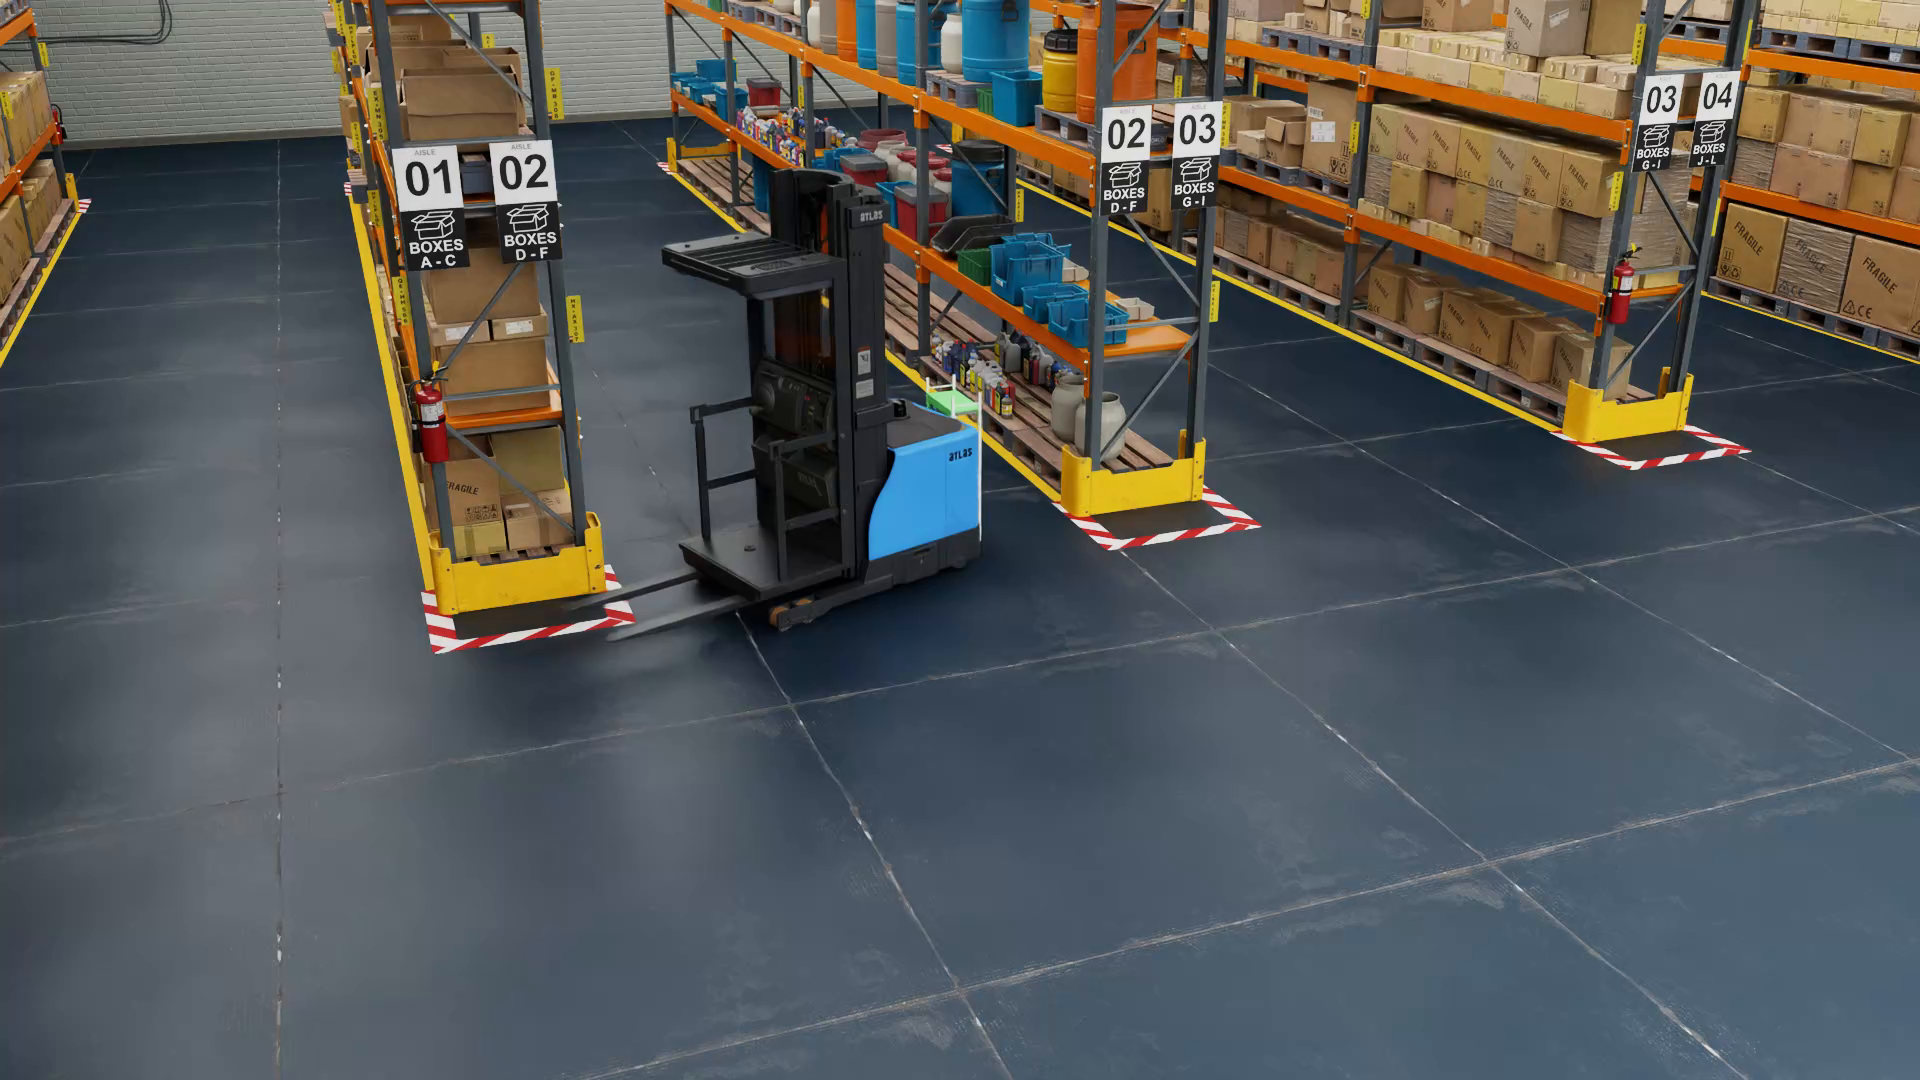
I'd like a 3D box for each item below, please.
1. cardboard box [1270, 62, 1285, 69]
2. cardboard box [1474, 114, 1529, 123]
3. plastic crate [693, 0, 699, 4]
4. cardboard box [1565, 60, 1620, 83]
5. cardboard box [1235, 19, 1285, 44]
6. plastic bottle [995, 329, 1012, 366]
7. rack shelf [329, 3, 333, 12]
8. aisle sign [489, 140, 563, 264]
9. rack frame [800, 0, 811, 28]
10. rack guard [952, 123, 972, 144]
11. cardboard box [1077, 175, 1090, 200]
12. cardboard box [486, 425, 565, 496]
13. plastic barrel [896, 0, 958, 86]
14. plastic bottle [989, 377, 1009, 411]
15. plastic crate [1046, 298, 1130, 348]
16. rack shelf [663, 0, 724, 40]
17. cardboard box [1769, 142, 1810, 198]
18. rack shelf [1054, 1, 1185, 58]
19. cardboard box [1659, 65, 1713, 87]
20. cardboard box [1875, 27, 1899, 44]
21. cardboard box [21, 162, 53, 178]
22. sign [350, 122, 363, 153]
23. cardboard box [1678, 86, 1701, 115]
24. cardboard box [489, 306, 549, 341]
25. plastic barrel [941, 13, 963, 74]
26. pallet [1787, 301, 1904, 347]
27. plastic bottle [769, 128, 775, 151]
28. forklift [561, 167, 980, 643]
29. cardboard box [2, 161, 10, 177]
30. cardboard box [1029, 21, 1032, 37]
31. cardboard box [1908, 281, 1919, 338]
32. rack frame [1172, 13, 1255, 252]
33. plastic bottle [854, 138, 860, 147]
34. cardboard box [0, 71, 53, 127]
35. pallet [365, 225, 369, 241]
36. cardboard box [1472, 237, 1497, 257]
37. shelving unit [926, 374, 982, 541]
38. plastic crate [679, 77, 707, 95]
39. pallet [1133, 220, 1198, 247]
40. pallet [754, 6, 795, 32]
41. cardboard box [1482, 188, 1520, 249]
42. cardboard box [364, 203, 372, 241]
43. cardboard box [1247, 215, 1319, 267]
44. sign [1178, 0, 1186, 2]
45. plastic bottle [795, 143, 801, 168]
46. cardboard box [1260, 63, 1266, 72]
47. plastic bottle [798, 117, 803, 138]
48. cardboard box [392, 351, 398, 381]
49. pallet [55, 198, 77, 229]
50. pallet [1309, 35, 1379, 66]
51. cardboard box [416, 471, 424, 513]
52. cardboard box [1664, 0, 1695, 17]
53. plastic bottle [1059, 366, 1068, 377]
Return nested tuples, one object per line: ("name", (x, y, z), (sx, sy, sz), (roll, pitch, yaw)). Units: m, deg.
("cardboard box", (5.596, -8.243, 28.057), (0.500, 0.500, 0.500), (-9, 24, -20))
("cardboard box", (5.470, -3.967, 16.624), (0.500, 0.500, 0.500), (-8, 24, -19))
("plastic crate", (-3.679, -7.973, 24.218), (0.437, 0.282, 0.530), (-8, 24, -19))
("cardboard box", (5.541, -4.109, 14.577), (0.380, 0.149, 0.250), (-9, 25, -21))
("cardboard box", (3.586, -6.001, 19.580), (0.500, 0.250, 0.500), (-8, 24, -18))
("plastic bottle", (0.428, -1.900, 16.364), (0.144, 0.351, 0.185), (-8, 24, -19))
("rack shelf", (-8.102, -7.138, 23.012), (1.077, 0.370, 4.000), (-8, 24, -19))
("aisle sign", (-2.846, -2.217, 10.924), (0.394, 0.787, 0.004), (-8, 24, -19))
("rack frame", (-1.347, -7.350, 18.727), (1.000, 3.000, 0.127), (-8, 24, -19))
("rack guard", (0.452, -7.029, 28.907), (1.175, 0.500, 0.348), (-8, 24, -19))
("cardboard box", (2.435, -5.379, 23.968), (1.225, 0.875, 0.875), (-9, 25, -21))
("cardboard box", (-3.316, -0.680, 12.658), (0.500, 0.500, 0.500), (-8, 24, -19))
("plastic barrel", (-0.317, -4.901, 16.131), (0.600, 0.901, 0.708), (-8, 24, -19))
("plastic bottle", (0.357, -1.329, 15.106), (0.152, 0.276, 0.135), (-8, 24, -19))
("plastic crate", (1.022, -1.751, 13.358), (0.499, 0.251, 0.616), (-8, 24, -19))
("rack shelf", (-3.467, -7.817, 24.621), (1.077, 0.370, 4.000), (-8, 24, -19))
("cardboard box", (9.733, -4.196, 18.773), (0.875, 0.550, 0.550), (-8, 24, -19))
("rack shelf", (2.580, -7.043, 22.785), (1.077, 0.370, 4.000), (-8, 24, -19))
("cardboard box", (6.232, -3.987, 14.289), (0.380, 0.149, 0.250), (-9, 24, -19))
("cardboard box", (9.724, -5.230, 17.213), (0.380, 0.149, 0.250), (-8, 24, -18))
("cardboard box", (-12.794, -5.119, 22.999), (0.380, 0.149, 0.250), (-8, 24, -18))
("sign", (-6.487, -4.327, 17.888), (0.100, 0.325, 0.005), (-8, 24, -19))
("cardboard box", (6.184, -3.882, 14.554), (0.500, 0.250, 0.500), (-8, 24, -17))
("cardboard box", (-3.093, -1.518, 11.649), (0.380, 0.149, 0.250), (-9, 24, -19))
("plastic barrel", (0.034, -4.576, 15.323), (0.421, 0.512, 0.421), (0, 23, 0))
("pallet", (10.006, -2.440, 18.391), (1.003, 0.211, 1.213), (-8, 24, -19))
("plastic bottle", (-2.405, -5.151, 21.384), (0.061, 0.283, 0.133), (-8, 24, -19))
("forklift", (-1.313, -0.959, 11.374), (3.031, 2.935, 1.130), (-18, 29, -36))
("cardboard box", (-11.533, -4.401, 19.751), (0.380, 0.149, 0.250), (-8, 24, -18))
("cardboard box", (0.878, -8.445, 27.892), (0.500, 0.500, 0.500), (-8, 24, -18))
("cardboard box", (10.487, -2.454, 17.029), (0.875, 0.875, 0.875), (-8, 24, -19))
("rack frame", (3.287, -5.265, 21.504), (1.000, 3.000, 0.127), (-8, 24, -19))
("plastic bottle", (-1.271, -4.859, 20.691), (0.061, 0.283, 0.133), (-8, 24, -19))
("cardboard box", (-13.252, -6.088, 23.069), (0.980, 0.700, 0.700), (-7, 24, -17))
("pallet", (-7.637, -4.326, 22.865), (1.003, 0.211, 1.213), (-8, 24, -19))
("cardboard box", (5.191, -2.849, 16.094), (0.380, 0.149, 0.250), (-8, 24, -19))
("shelving unit", (-0.050, -0.619, 12.796), (0.258, 1.200, 0.503), (-10, 25, -22))
("plastic crate", (-4.161, -7.069, 25.922), (0.416, 0.233, 0.300), (-8, 24, -19))
("pallet", (3.079, -4.277, 22.750), (1.003, 0.211, 1.213), (-8, 24, -19))
("pallet", (-1.988, -6.651, 21.174), (1.003, 0.211, 1.213), (-8, 24, -19))
("cardboard box", (5.519, -3.098, 15.851), (0.875, 0.500, 0.500), (-8, 24, -19))
("cardboard box", (-7.452, -4.203, 21.635), (0.500, 0.500, 0.500), (-9, 25, -21))
("cardboard box", (3.957, -3.671, 20.373), (0.700, 0.500, 0.500), (-6, 24, -15))
("sign", (2.765, -6.849, 20.632), (0.100, 0.325, 0.005), (-8, 24, -19))
("plastic bottle", (-1.971, -4.704, 20.323), (0.061, 0.283, 0.133), (-8, 24, -19))
("cardboard box", (5.410, -8.168, 28.715), (0.380, 0.149, 0.250), (-9, 24, -20))
("plastic bottle", (-2.121, -5.541, 22.324), (0.097, 0.271, 0.097), (0, 23, 0))
("cardboard box", (-5.164, -1.676, 15.987), (0.500, 0.250, 0.500), (-9, 24, -20))
("pallet", (-13.086, -4.569, 23.441), (1.003, 0.211, 1.213), (-8, 24, -19))
("pallet", (4.581, -5.347, 18.077), (1.213, 0.211, 1.003), (-8, 24, -19))
("cardboard box", (-3.988, -0.443, 13.062), (0.500, 0.250, 0.500), (-8, 24, -19))
("cardboard box", (8.734, -6.427, 19.922), (0.500, 0.250, 0.500), (-9, 24, -19))
("plastic bottle", (0.974, -1.487, 15.486), (0.097, 0.271, 0.097), (0, 23, 0))
